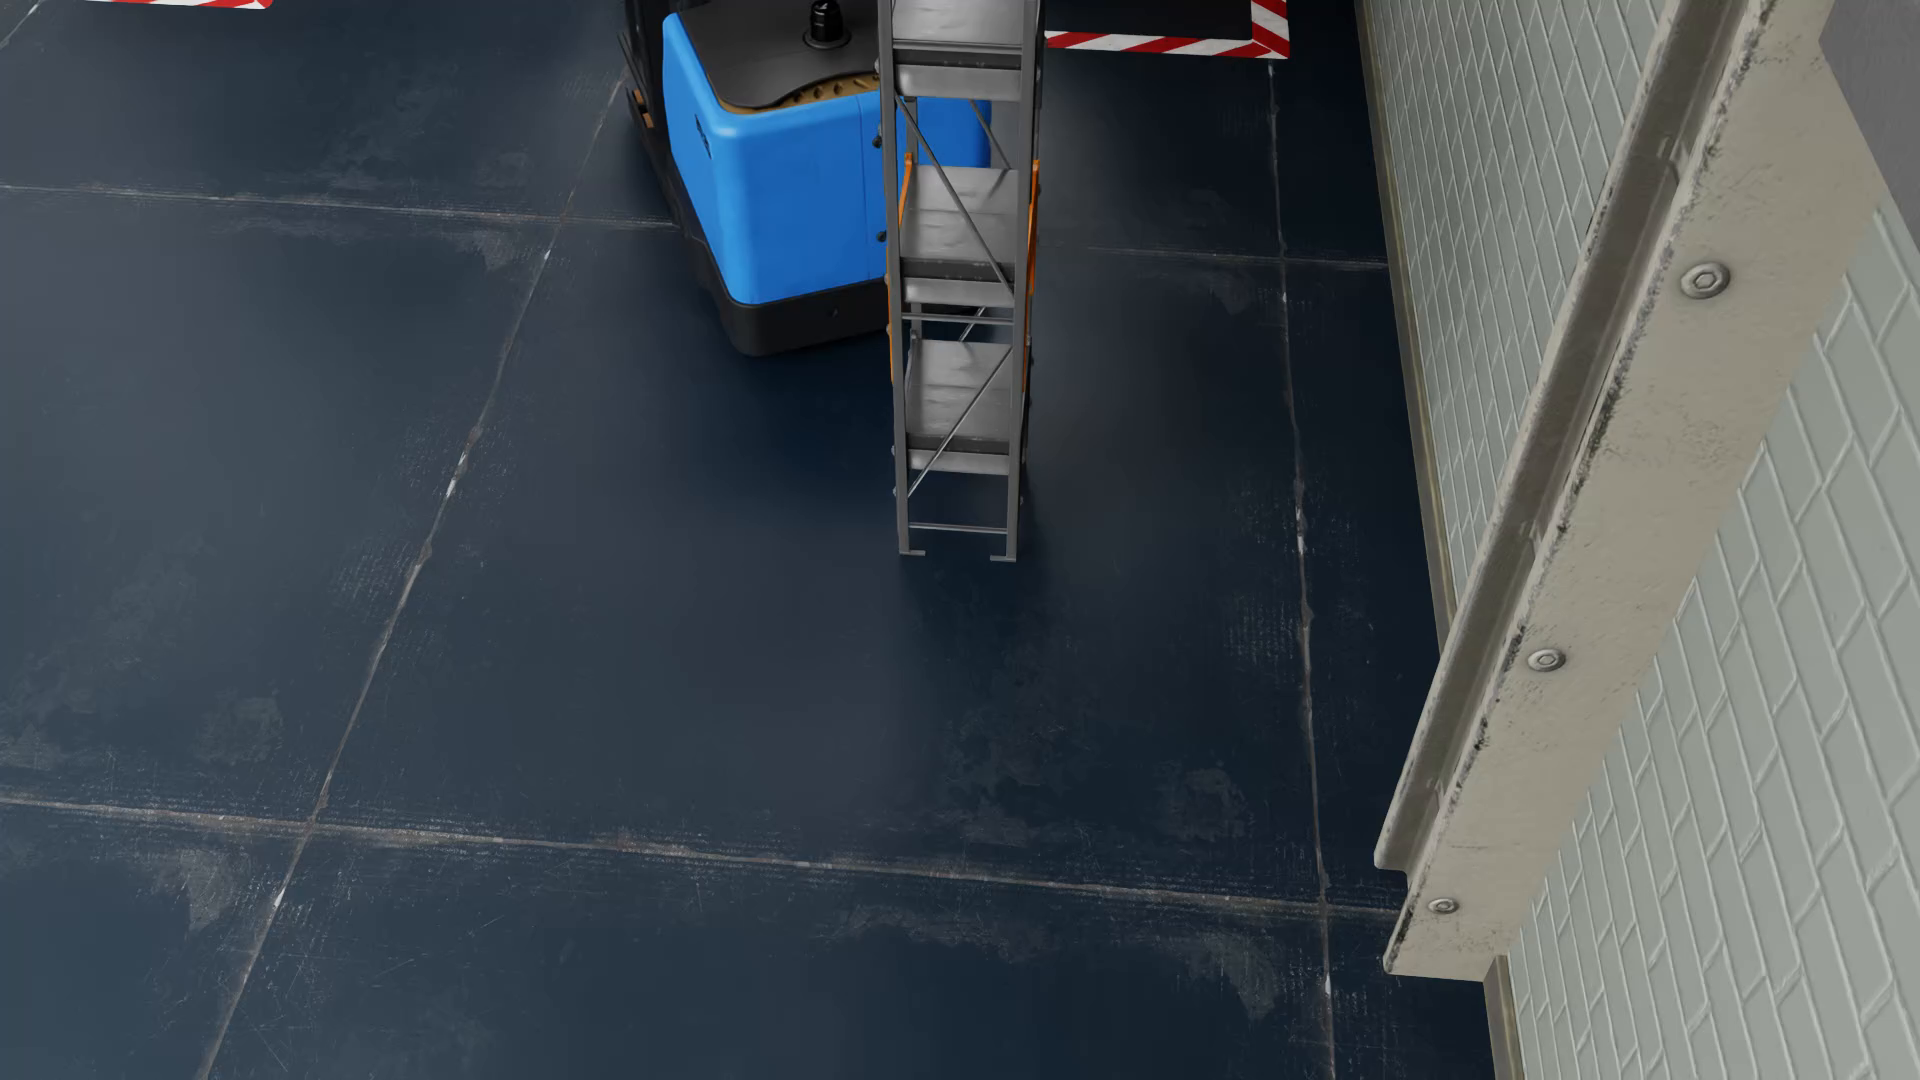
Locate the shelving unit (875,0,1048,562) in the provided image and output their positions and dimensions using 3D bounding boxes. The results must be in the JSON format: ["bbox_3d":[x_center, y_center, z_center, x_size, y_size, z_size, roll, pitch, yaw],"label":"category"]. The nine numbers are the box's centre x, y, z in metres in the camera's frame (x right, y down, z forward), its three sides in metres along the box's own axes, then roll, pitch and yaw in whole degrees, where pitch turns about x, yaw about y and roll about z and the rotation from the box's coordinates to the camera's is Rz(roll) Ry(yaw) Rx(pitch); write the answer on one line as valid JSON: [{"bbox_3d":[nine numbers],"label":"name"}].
[{"bbox_3d":[0.015,-0.830,5.086,0.431,2.100,0.503,4,48,4],"label":"shelving unit"}]

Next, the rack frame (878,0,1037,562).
[{"bbox_3d":[-0.007,-0.651,4.922,0.400,2.100,0.015,4,48,4],"label":"rack frame"}]

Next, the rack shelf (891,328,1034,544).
[{"bbox_3d":[0.015,-0.349,5.613,0.431,0.518,0.480,4,48,4],"label":"rack shelf"}]

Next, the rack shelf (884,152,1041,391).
[{"bbox_3d":[0.015,-0.821,5.097,0.431,0.518,0.480,4,48,4],"label":"rack shelf"}]

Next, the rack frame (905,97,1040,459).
[{"bbox_3d":[0.037,-1.010,5.250,0.400,2.100,0.015,4,48,4],"label":"rack frame"}]

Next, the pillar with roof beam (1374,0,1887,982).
[{"bbox_3d":[-2.930,-2.252,1.712,9.100,9.000,0.400,4,48,4],"label":"pillar with roof beam"}]

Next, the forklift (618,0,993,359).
[{"bbox_3d":[-0.837,-2.783,6.309,1.130,2.935,3.031,-15,49,-13],"label":"forklift"}]

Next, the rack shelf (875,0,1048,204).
[{"bbox_3d":[0.015,-1.294,4.580,0.431,0.518,0.480,4,48,4],"label":"rack shelf"}]
